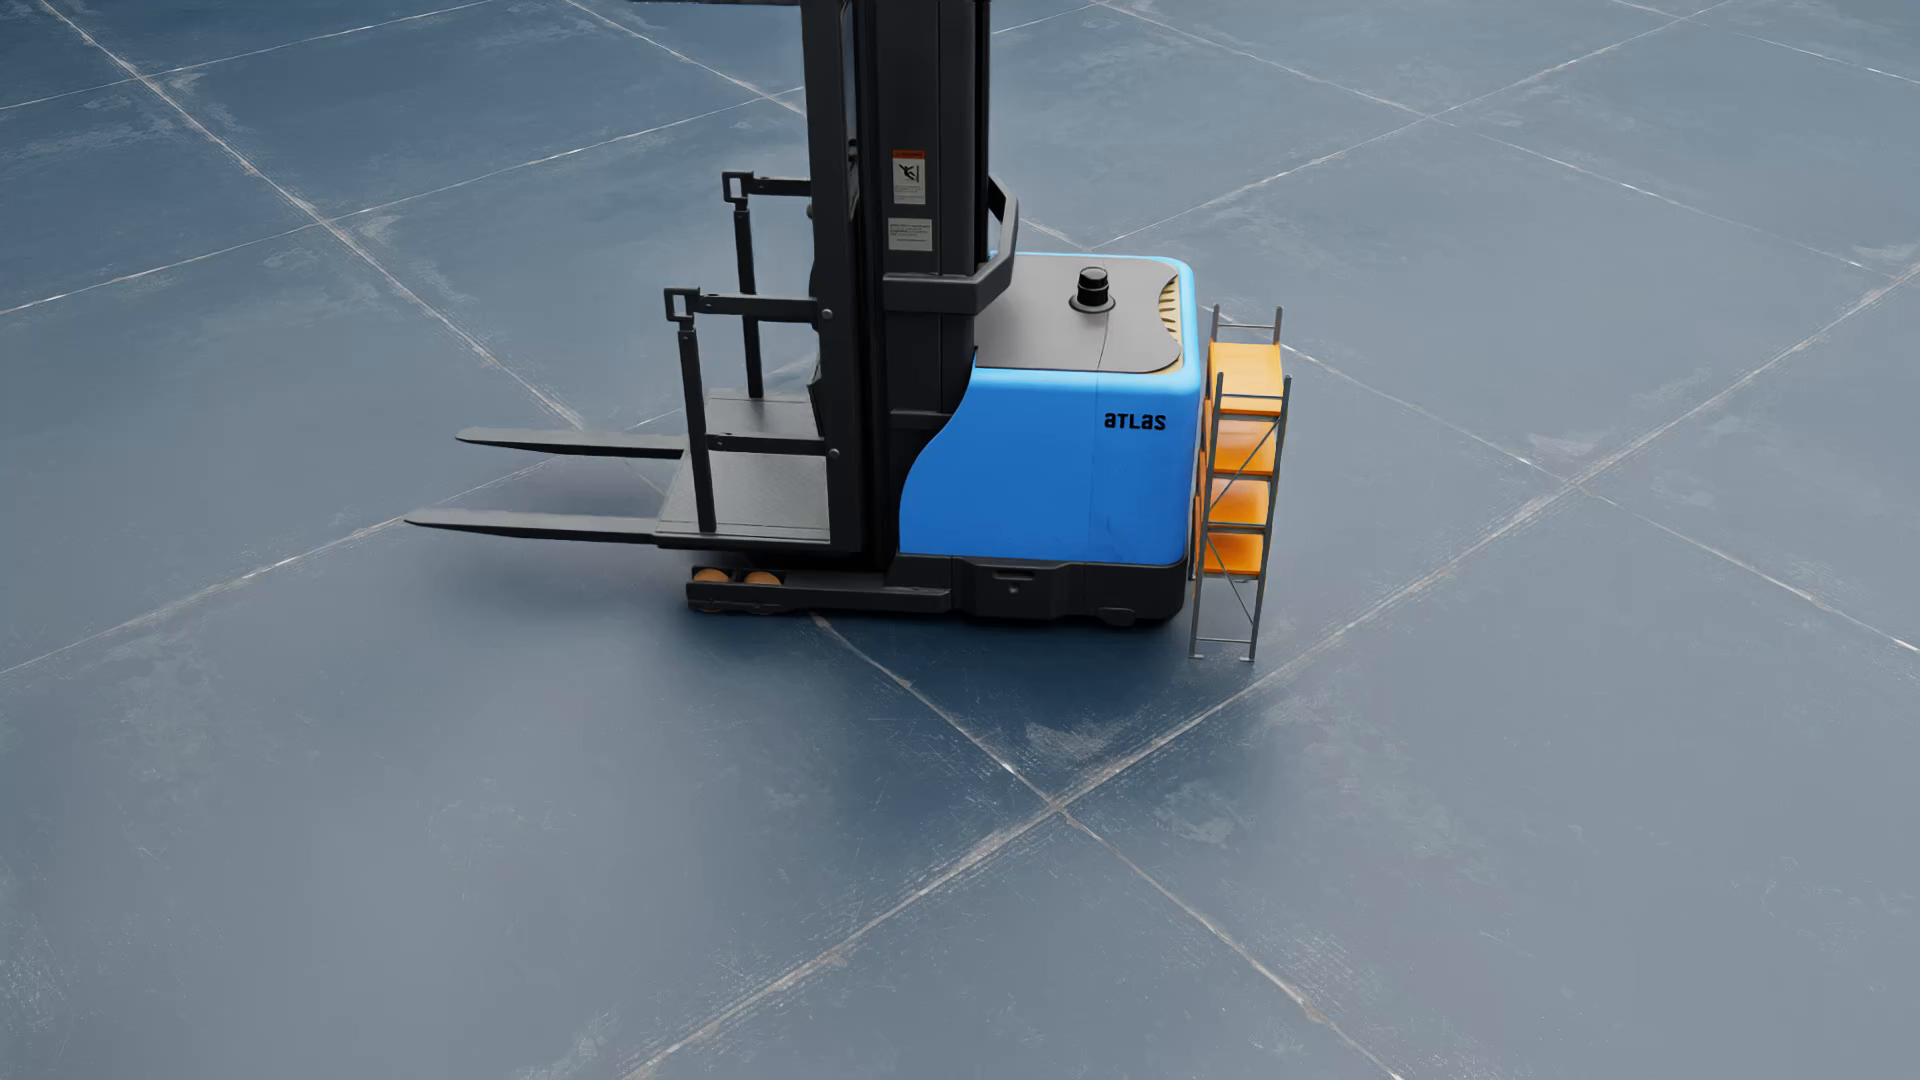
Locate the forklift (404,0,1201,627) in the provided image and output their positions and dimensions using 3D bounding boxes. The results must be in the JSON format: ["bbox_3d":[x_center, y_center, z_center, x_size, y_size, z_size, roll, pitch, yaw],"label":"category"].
[{"bbox_3d":[-0.631,-1.211,5.923,3.031,2.935,1.130,3,35,4],"label":"forklift"}]

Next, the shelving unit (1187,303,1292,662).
[{"bbox_3d":[0.988,-0.193,5.984,0.258,1.200,0.503,3,35,5],"label":"shelving unit"}]

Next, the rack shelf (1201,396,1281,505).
[{"bbox_3d":[0.988,-0.320,5.893,0.258,0.148,0.480,3,35,5],"label":"rack shelf"}]

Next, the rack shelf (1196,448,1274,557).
[{"bbox_3d":[0.988,-0.138,6.023,0.258,0.148,0.480,3,35,5],"label":"rack shelf"}]

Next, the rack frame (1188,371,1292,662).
[{"bbox_3d":[0.964,-0.052,5.786,0.240,1.200,0.015,3,35,5],"label":"rack frame"}]

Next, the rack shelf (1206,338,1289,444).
[{"bbox_3d":[0.988,-0.513,5.757,0.258,0.148,0.480,3,35,5],"label":"rack shelf"}]

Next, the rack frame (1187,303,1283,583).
[{"bbox_3d":[1.013,-0.333,6.182,0.240,1.200,0.015,3,35,5],"label":"rack frame"}]

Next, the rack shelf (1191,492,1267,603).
[{"bbox_3d":[0.988,0.024,6.137,0.258,0.148,0.480,3,35,5],"label":"rack shelf"}]
